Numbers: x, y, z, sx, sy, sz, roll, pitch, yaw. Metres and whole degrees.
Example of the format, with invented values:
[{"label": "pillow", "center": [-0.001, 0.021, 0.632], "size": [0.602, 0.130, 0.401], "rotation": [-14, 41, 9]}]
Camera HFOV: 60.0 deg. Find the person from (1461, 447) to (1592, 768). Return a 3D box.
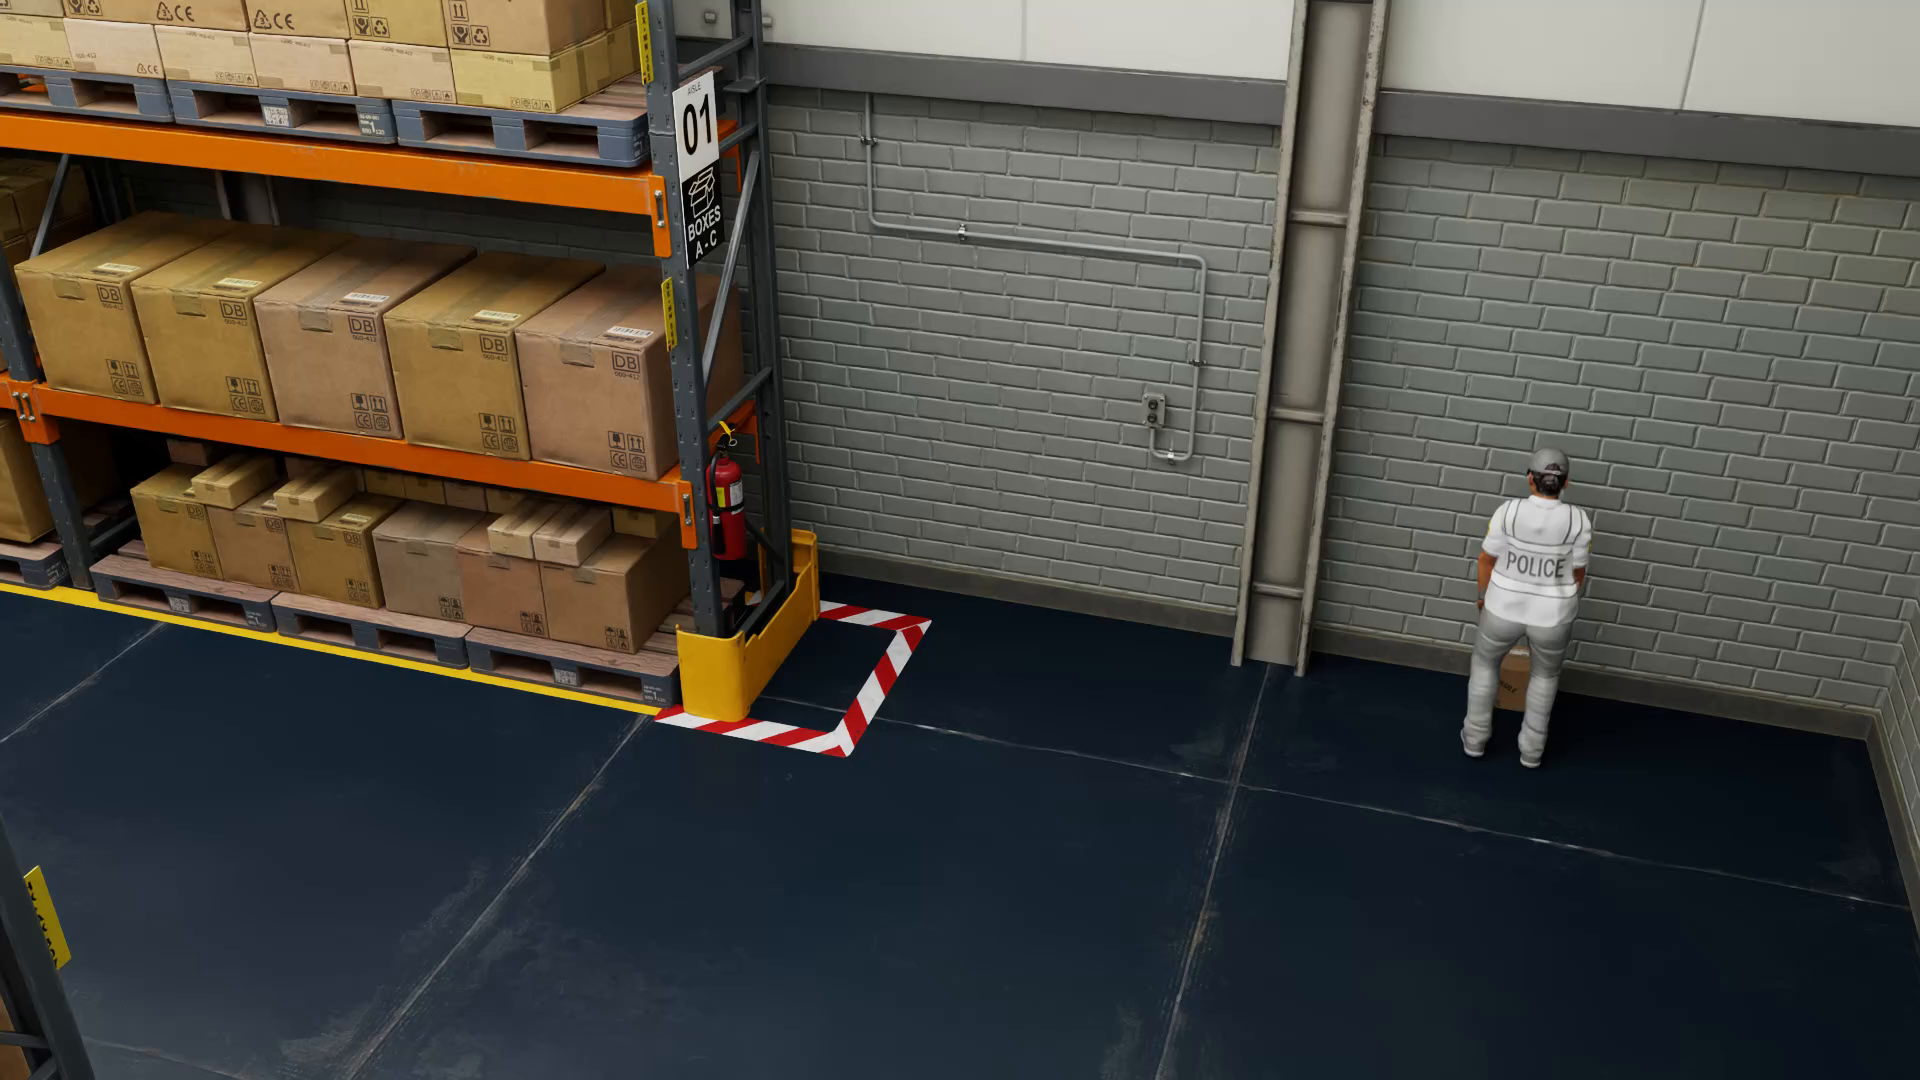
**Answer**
[{"label": "person", "center": [2.688, 0.333, 7.942], "size": [0.483, 1.645, 0.428], "rotation": [9, 31, 16]}]
